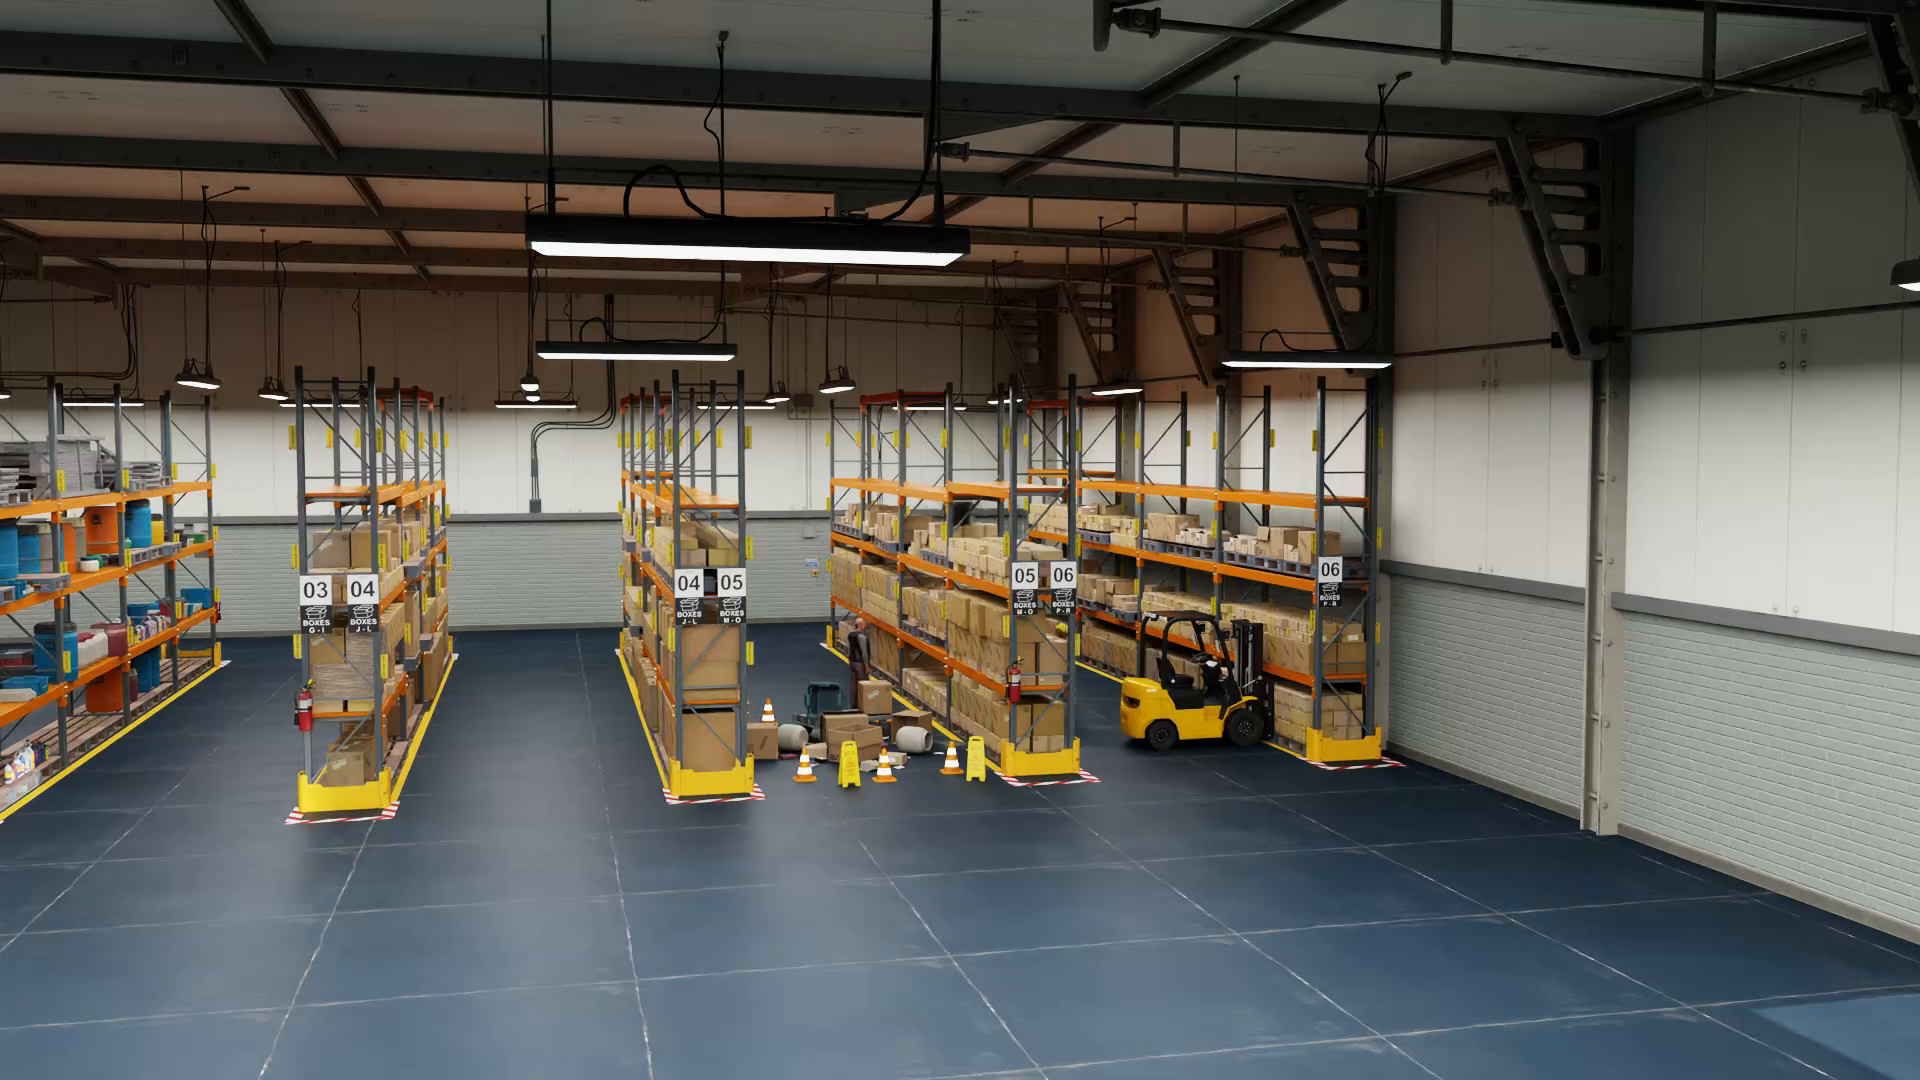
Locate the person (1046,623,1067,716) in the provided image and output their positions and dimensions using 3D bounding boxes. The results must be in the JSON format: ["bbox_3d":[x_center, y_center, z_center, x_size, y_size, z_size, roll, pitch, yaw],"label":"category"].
[{"bbox_3d":[1.696,2.355,30.052,0.606,1.734,0.667,2,4,34],"label":"person"}]

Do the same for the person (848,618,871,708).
[{"bbox_3d":[-1.850,2.276,30.655,0.364,1.665,0.585,-3,4,-36],"label":"person"}]
